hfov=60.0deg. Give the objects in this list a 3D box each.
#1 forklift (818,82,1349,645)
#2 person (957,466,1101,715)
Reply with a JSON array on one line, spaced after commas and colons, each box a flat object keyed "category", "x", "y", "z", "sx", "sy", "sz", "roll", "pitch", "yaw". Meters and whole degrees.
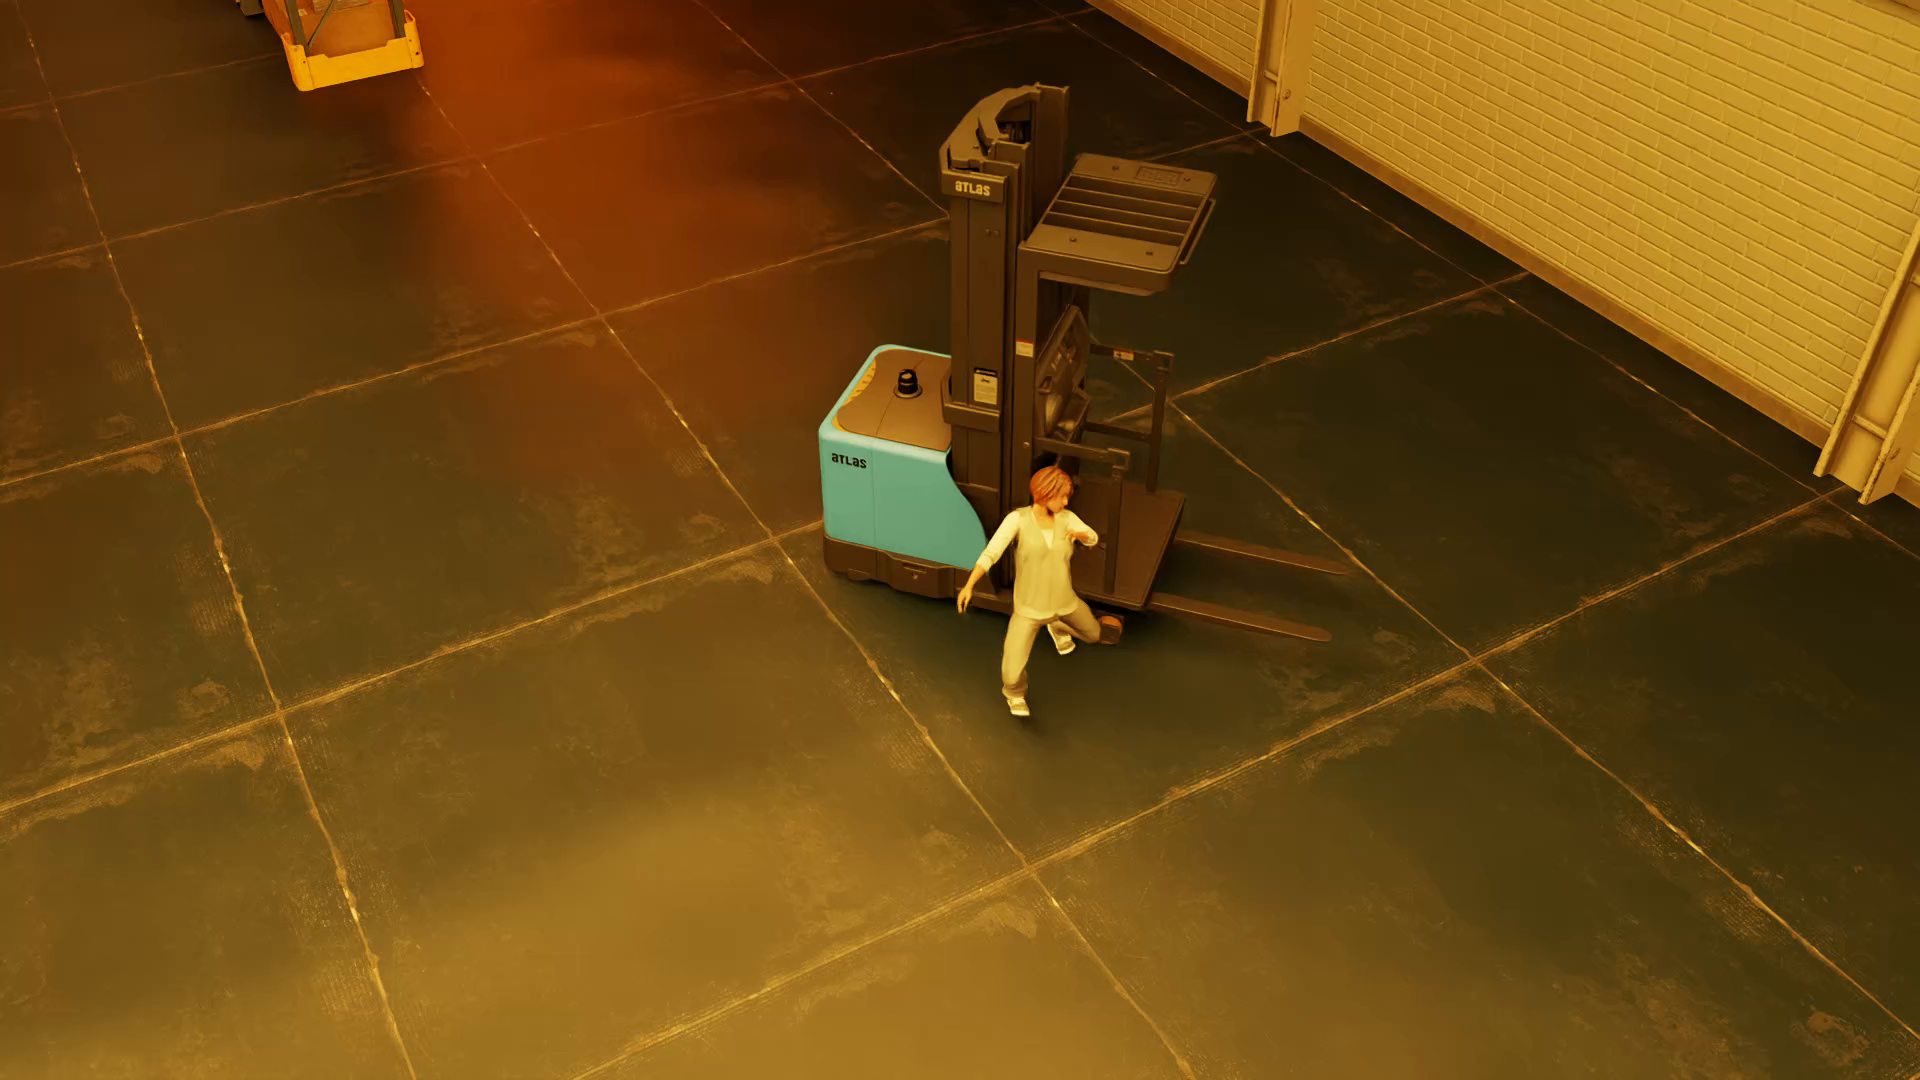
[{"category": "forklift", "x": 0.752, "y": -0.908, "z": 9.131, "sx": 3.031, "sy": 2.935, "sz": 1.130, "roll": 13, "pitch": 41, "yaw": 15}, {"category": "person", "x": 0.337, "y": 0.356, "z": 8.830, "sx": 0.917, "sy": 1.366, "sz": 0.671, "roll": -19, "pitch": 43, "yaw": -21}]
